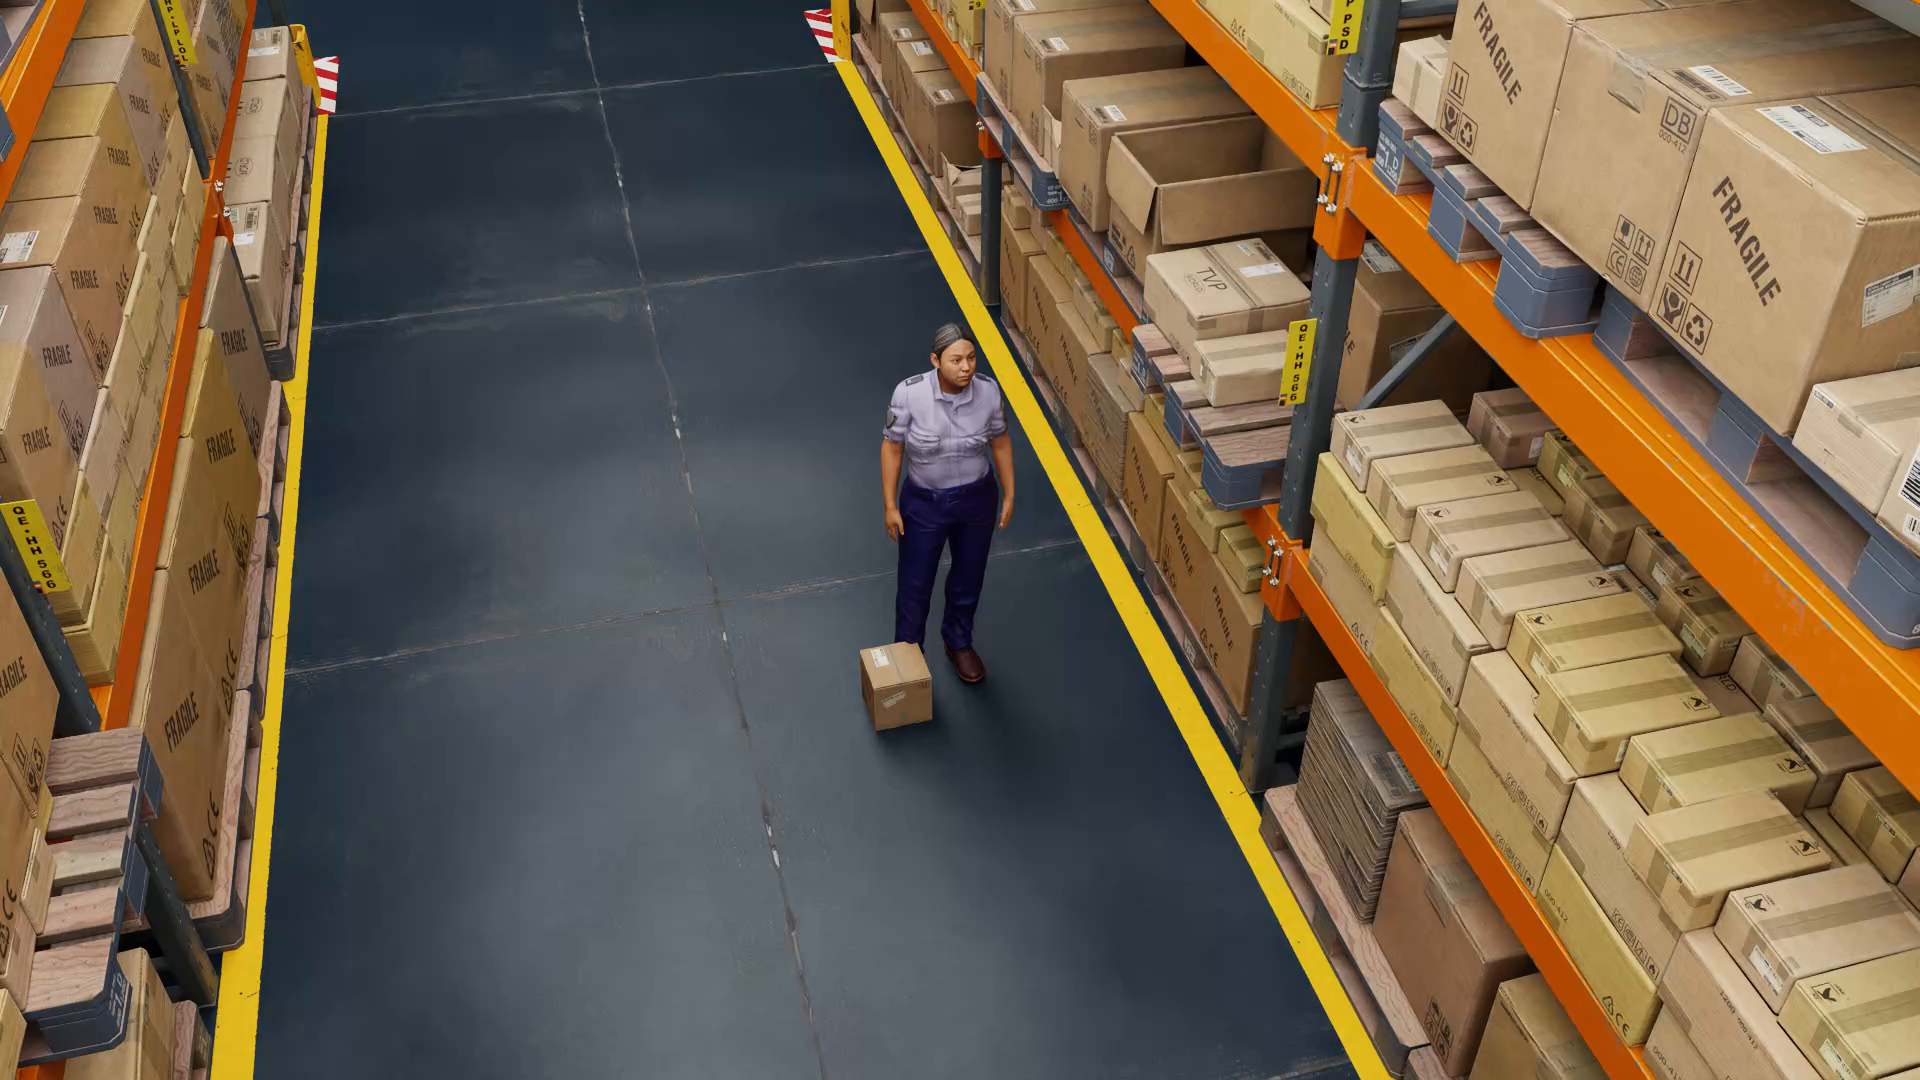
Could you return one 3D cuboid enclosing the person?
[{"bbox_3d":[-0.041,-0.084,6.823,0.599,1.640,0.503,-9,39,-12],"label":"person"}]
